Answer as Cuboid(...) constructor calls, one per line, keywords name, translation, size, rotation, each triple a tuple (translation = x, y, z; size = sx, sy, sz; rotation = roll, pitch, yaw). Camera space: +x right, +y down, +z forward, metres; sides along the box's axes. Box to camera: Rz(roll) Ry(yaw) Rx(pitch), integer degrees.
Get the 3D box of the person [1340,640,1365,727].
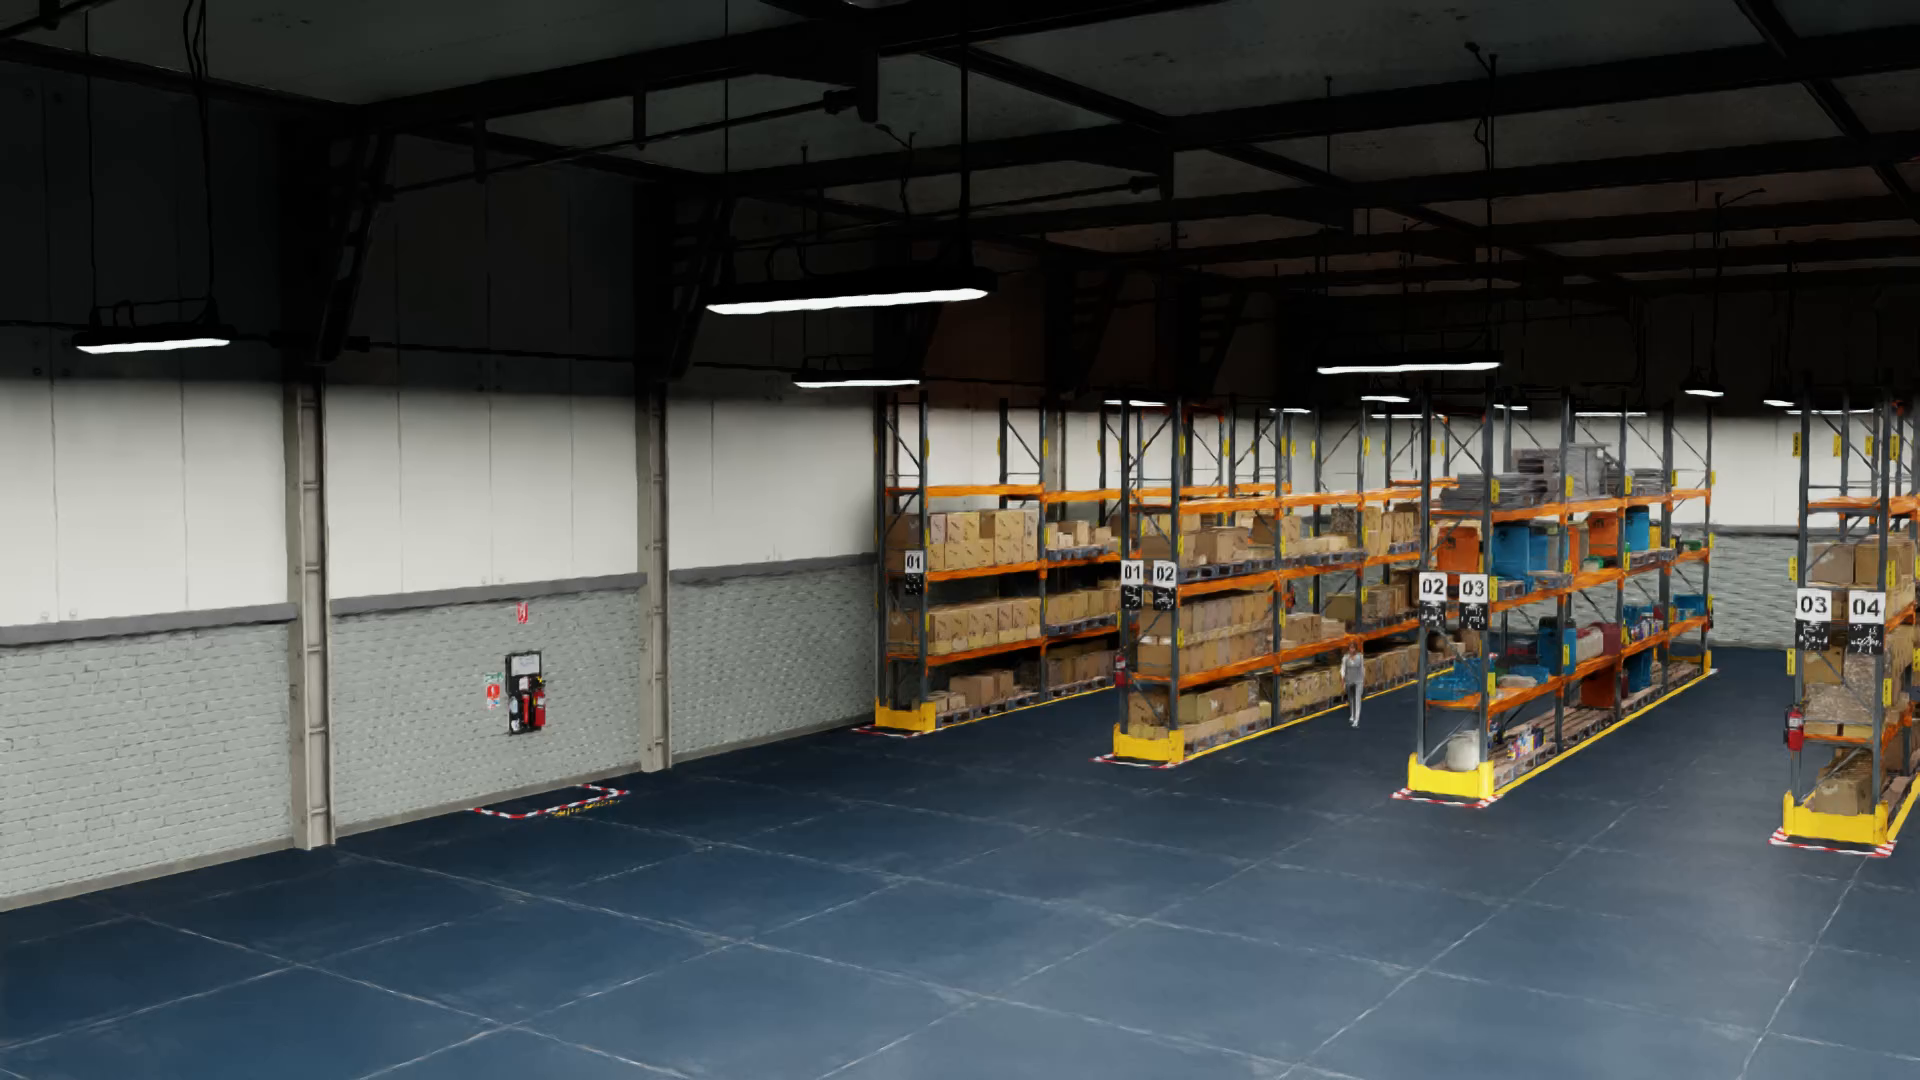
Cuboid(name="person", translation=(7.081, 2.558, 29.968), size=(0.411, 1.533, 0.957), rotation=(2, 4, 26))
